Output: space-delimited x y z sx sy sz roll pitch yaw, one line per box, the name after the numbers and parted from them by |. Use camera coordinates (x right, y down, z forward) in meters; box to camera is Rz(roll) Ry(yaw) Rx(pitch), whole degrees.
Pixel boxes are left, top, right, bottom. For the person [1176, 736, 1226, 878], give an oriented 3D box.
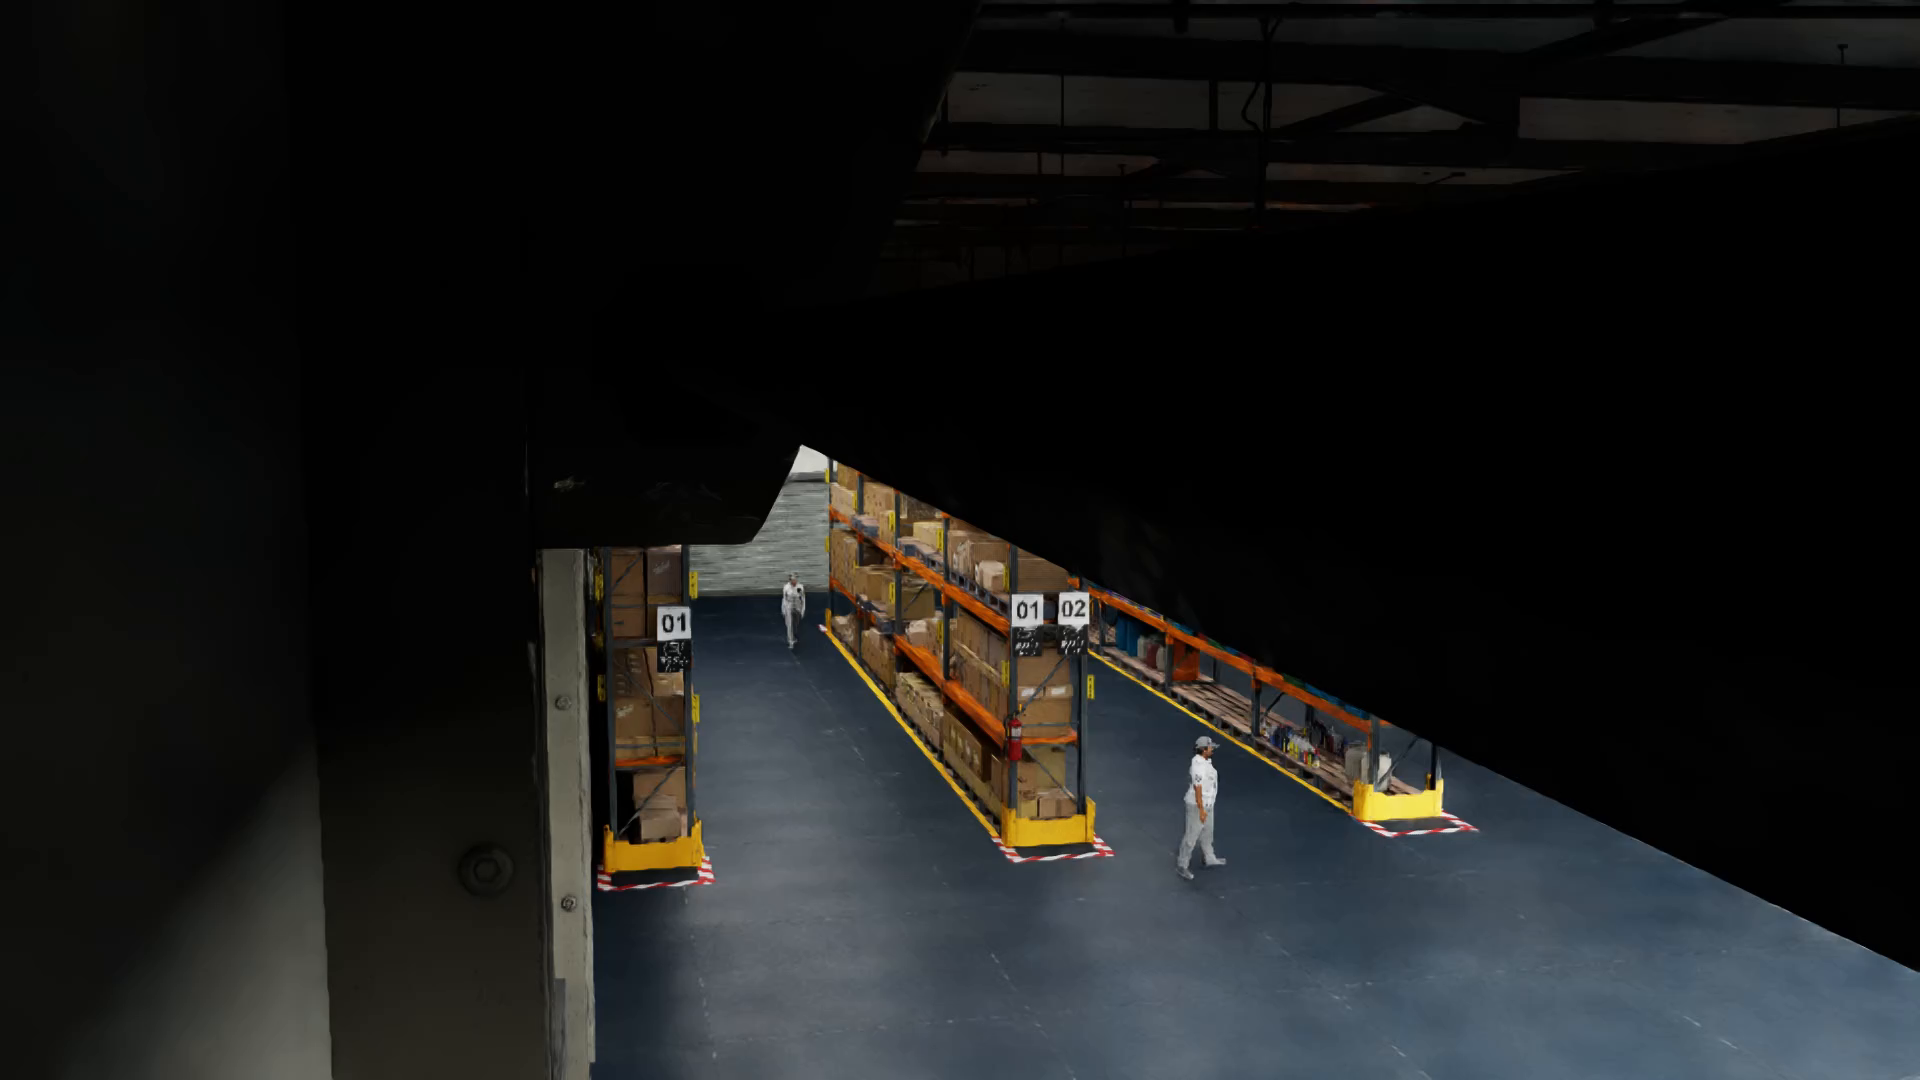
2.886 3.148 19.876 0.525 1.653 0.709 2 7 17 | person

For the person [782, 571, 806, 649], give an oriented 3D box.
-3.438 1.425 34.543 0.488 1.590 1.079 -2 7 -15 | person
